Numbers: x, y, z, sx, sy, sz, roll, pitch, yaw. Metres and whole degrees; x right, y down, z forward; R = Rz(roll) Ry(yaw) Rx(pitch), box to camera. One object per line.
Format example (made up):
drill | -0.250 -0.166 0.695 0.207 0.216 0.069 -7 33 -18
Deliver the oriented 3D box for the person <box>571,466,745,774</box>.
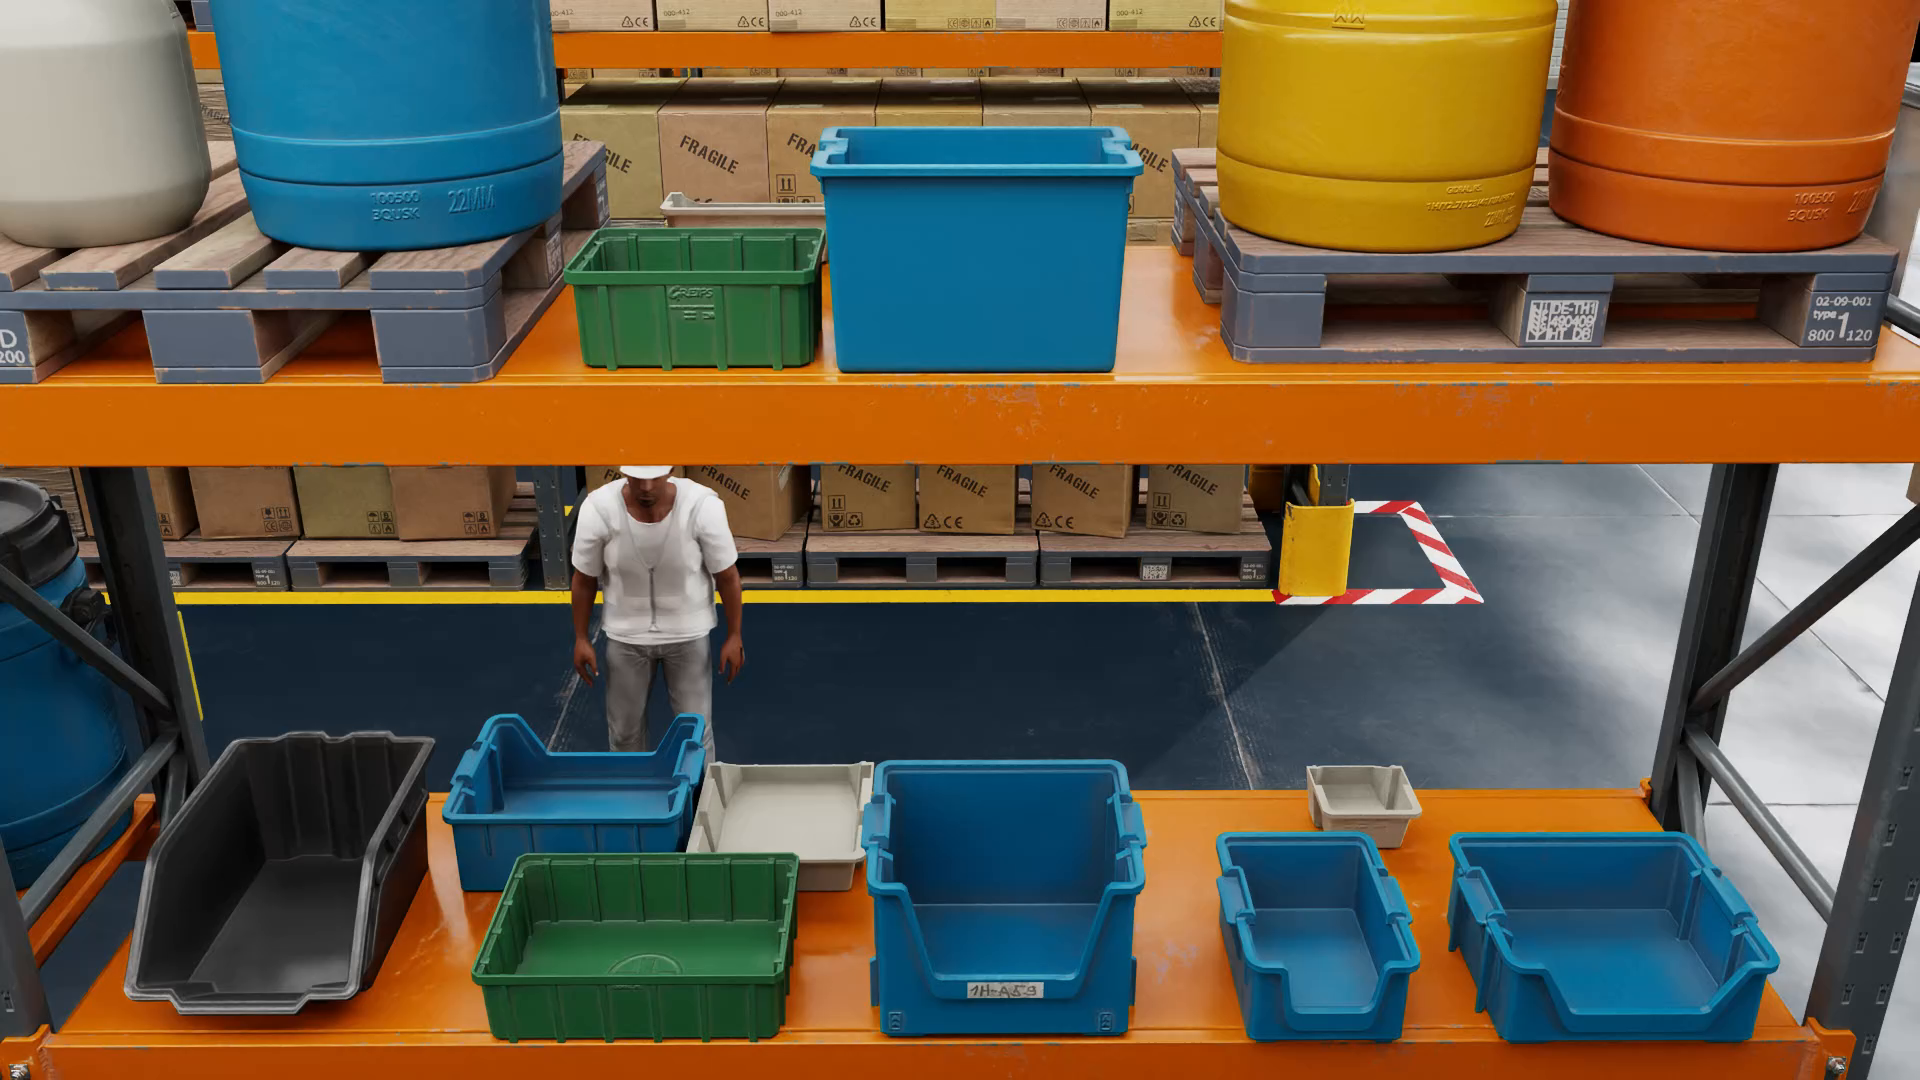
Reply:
person | -1.133 0.369 6.250 0.637 1.761 0.454 -1 24 -3
